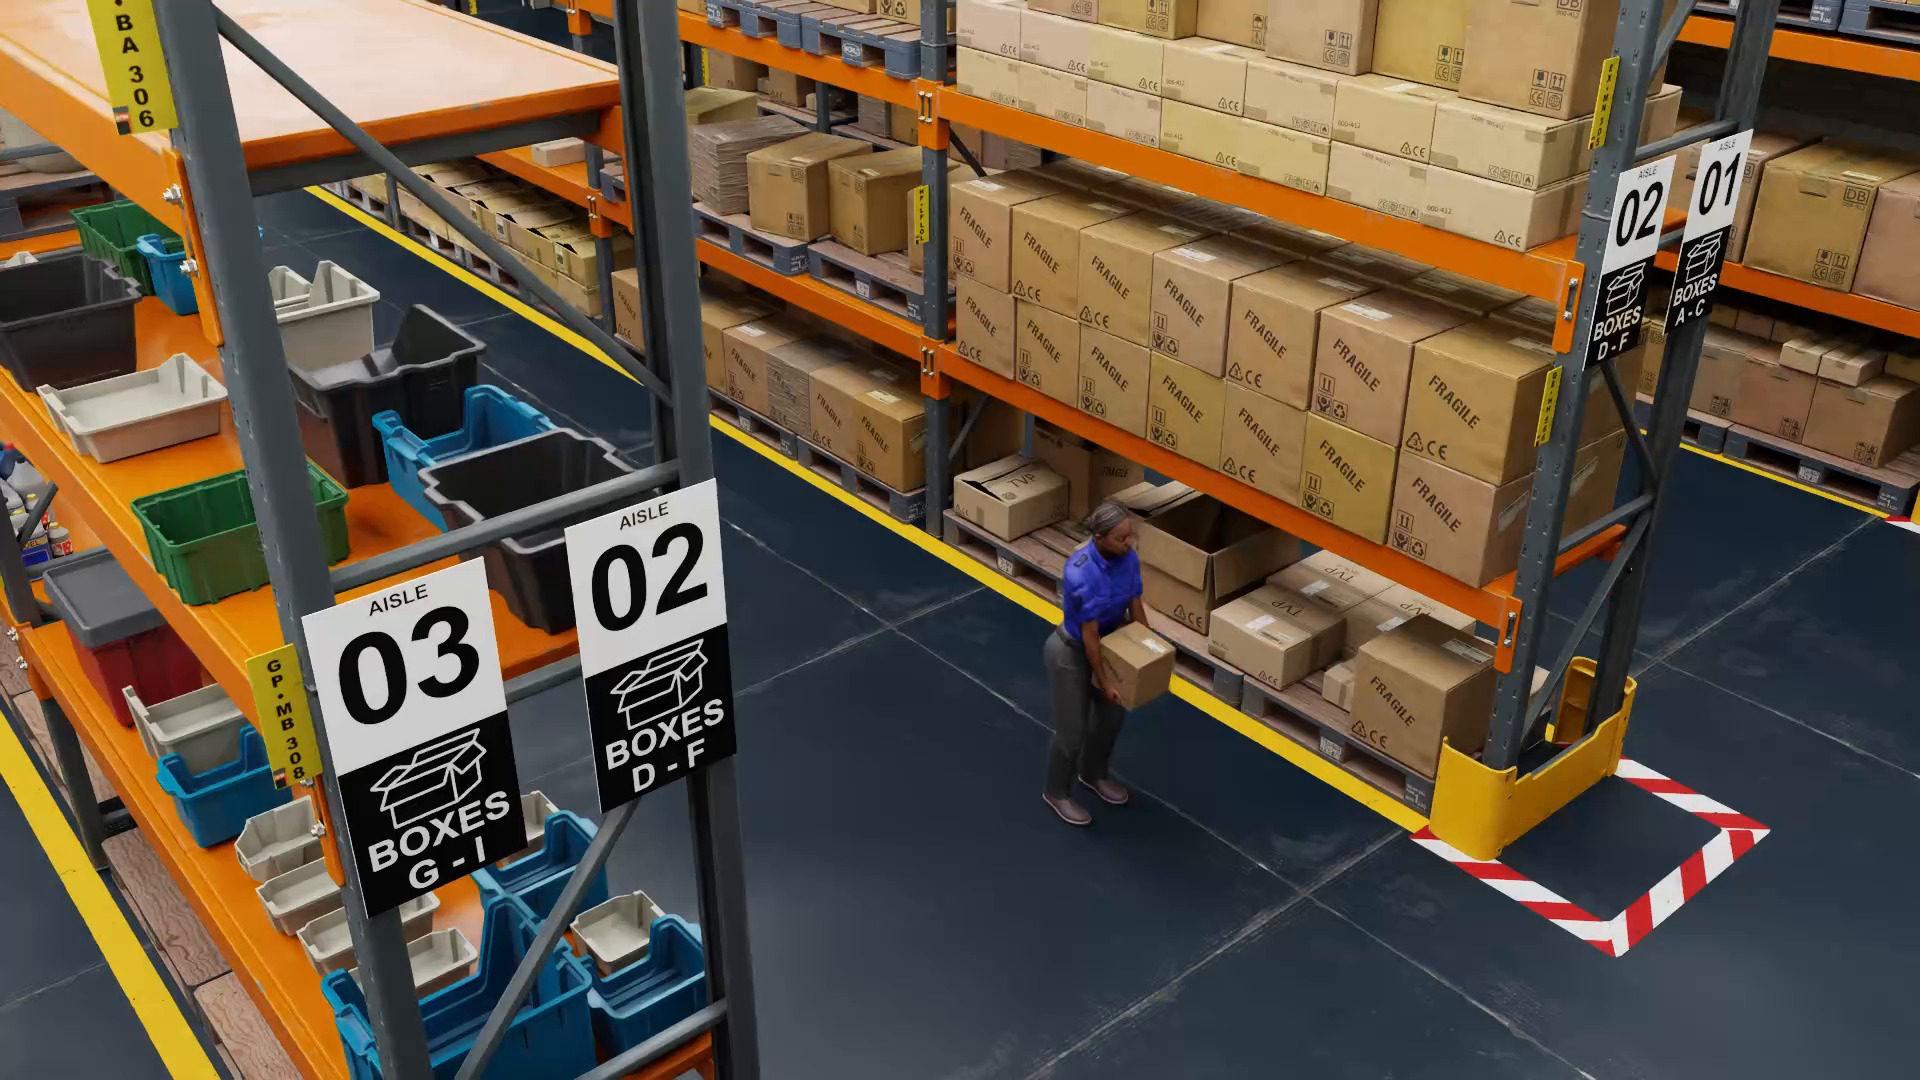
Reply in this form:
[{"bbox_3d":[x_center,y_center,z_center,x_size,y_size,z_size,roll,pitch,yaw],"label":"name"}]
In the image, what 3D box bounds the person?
[{"bbox_3d":[0.657,0.565,7.603,0.412,1.647,0.530,-23,36,-36],"label":"person"}]
